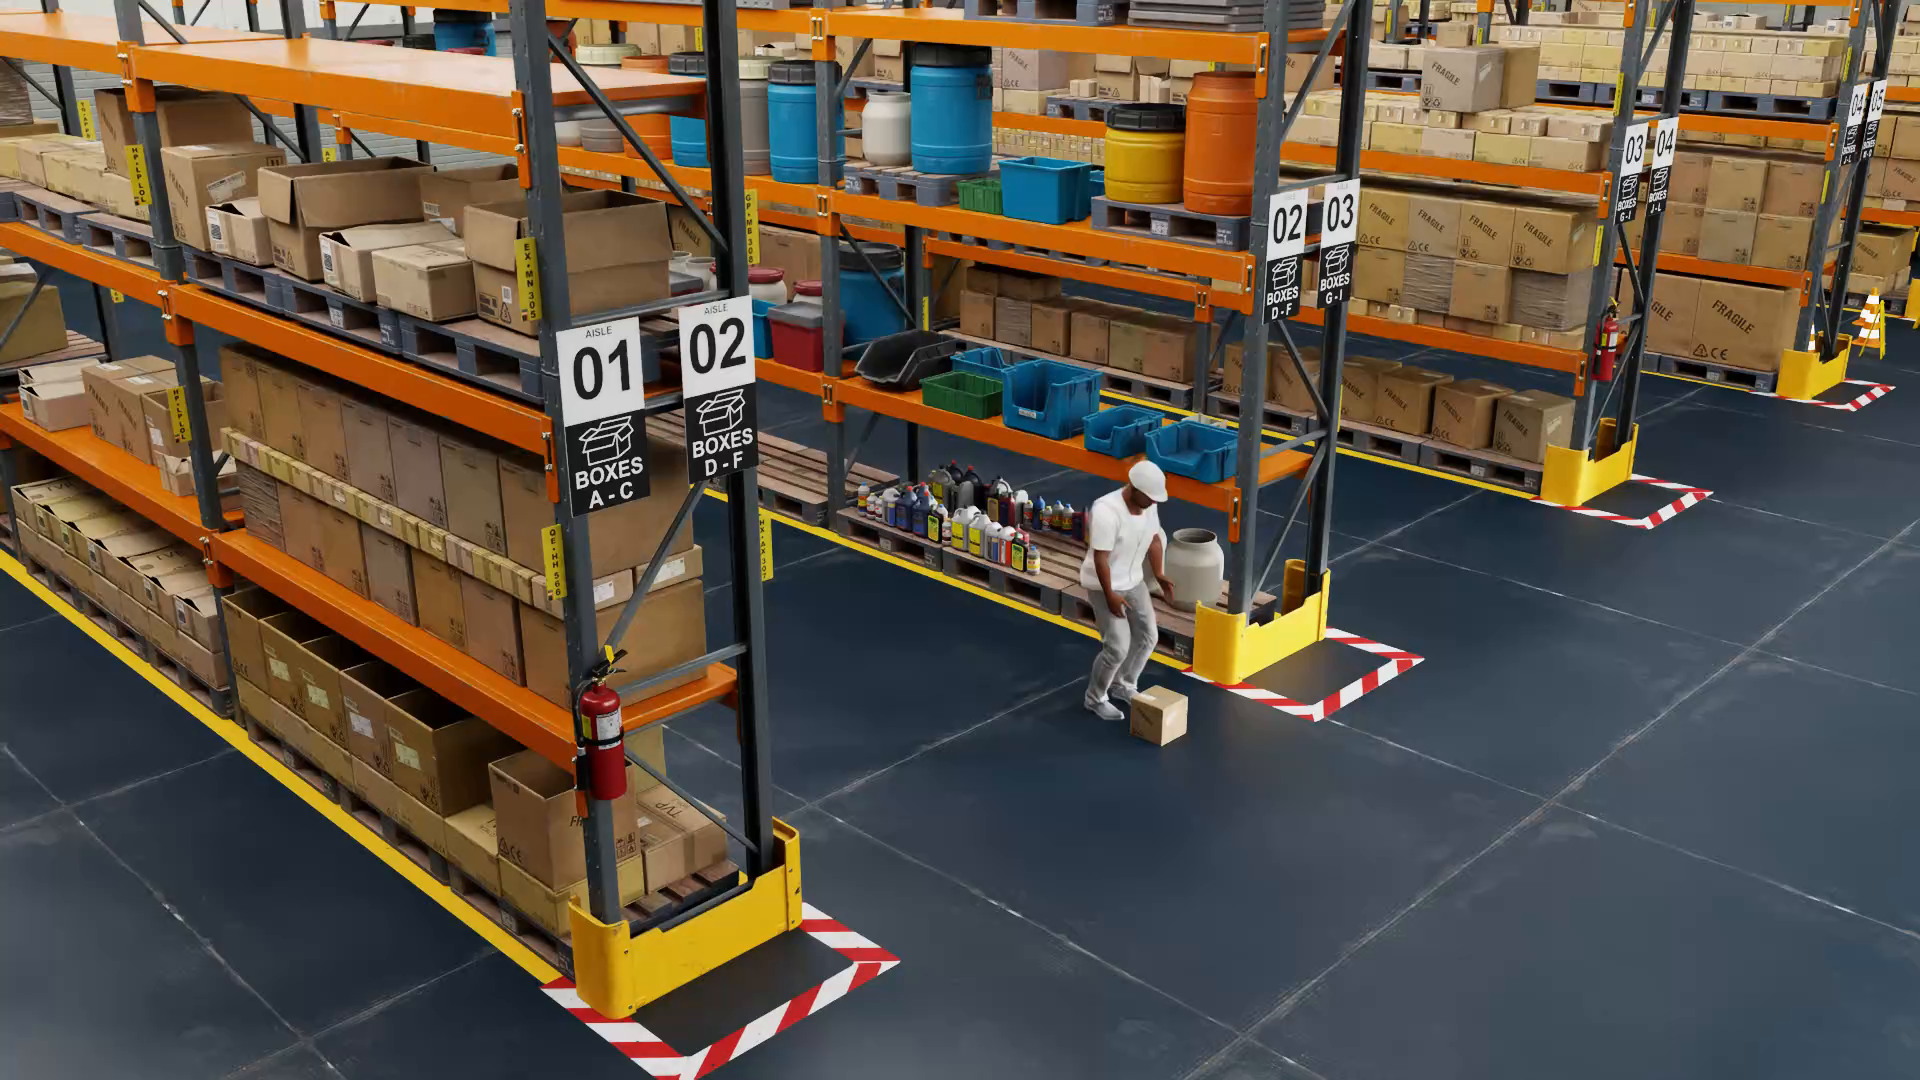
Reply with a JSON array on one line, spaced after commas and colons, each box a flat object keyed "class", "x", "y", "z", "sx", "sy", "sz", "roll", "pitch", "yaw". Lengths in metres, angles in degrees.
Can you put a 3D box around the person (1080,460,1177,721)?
[{"class": "person", "x": 1.045, "y": 0.283, "z": 10.409, "sx": 0.602, "sy": 1.683, "sz": 0.511, "roll": -19, "pitch": 27, "yaw": -41}]
